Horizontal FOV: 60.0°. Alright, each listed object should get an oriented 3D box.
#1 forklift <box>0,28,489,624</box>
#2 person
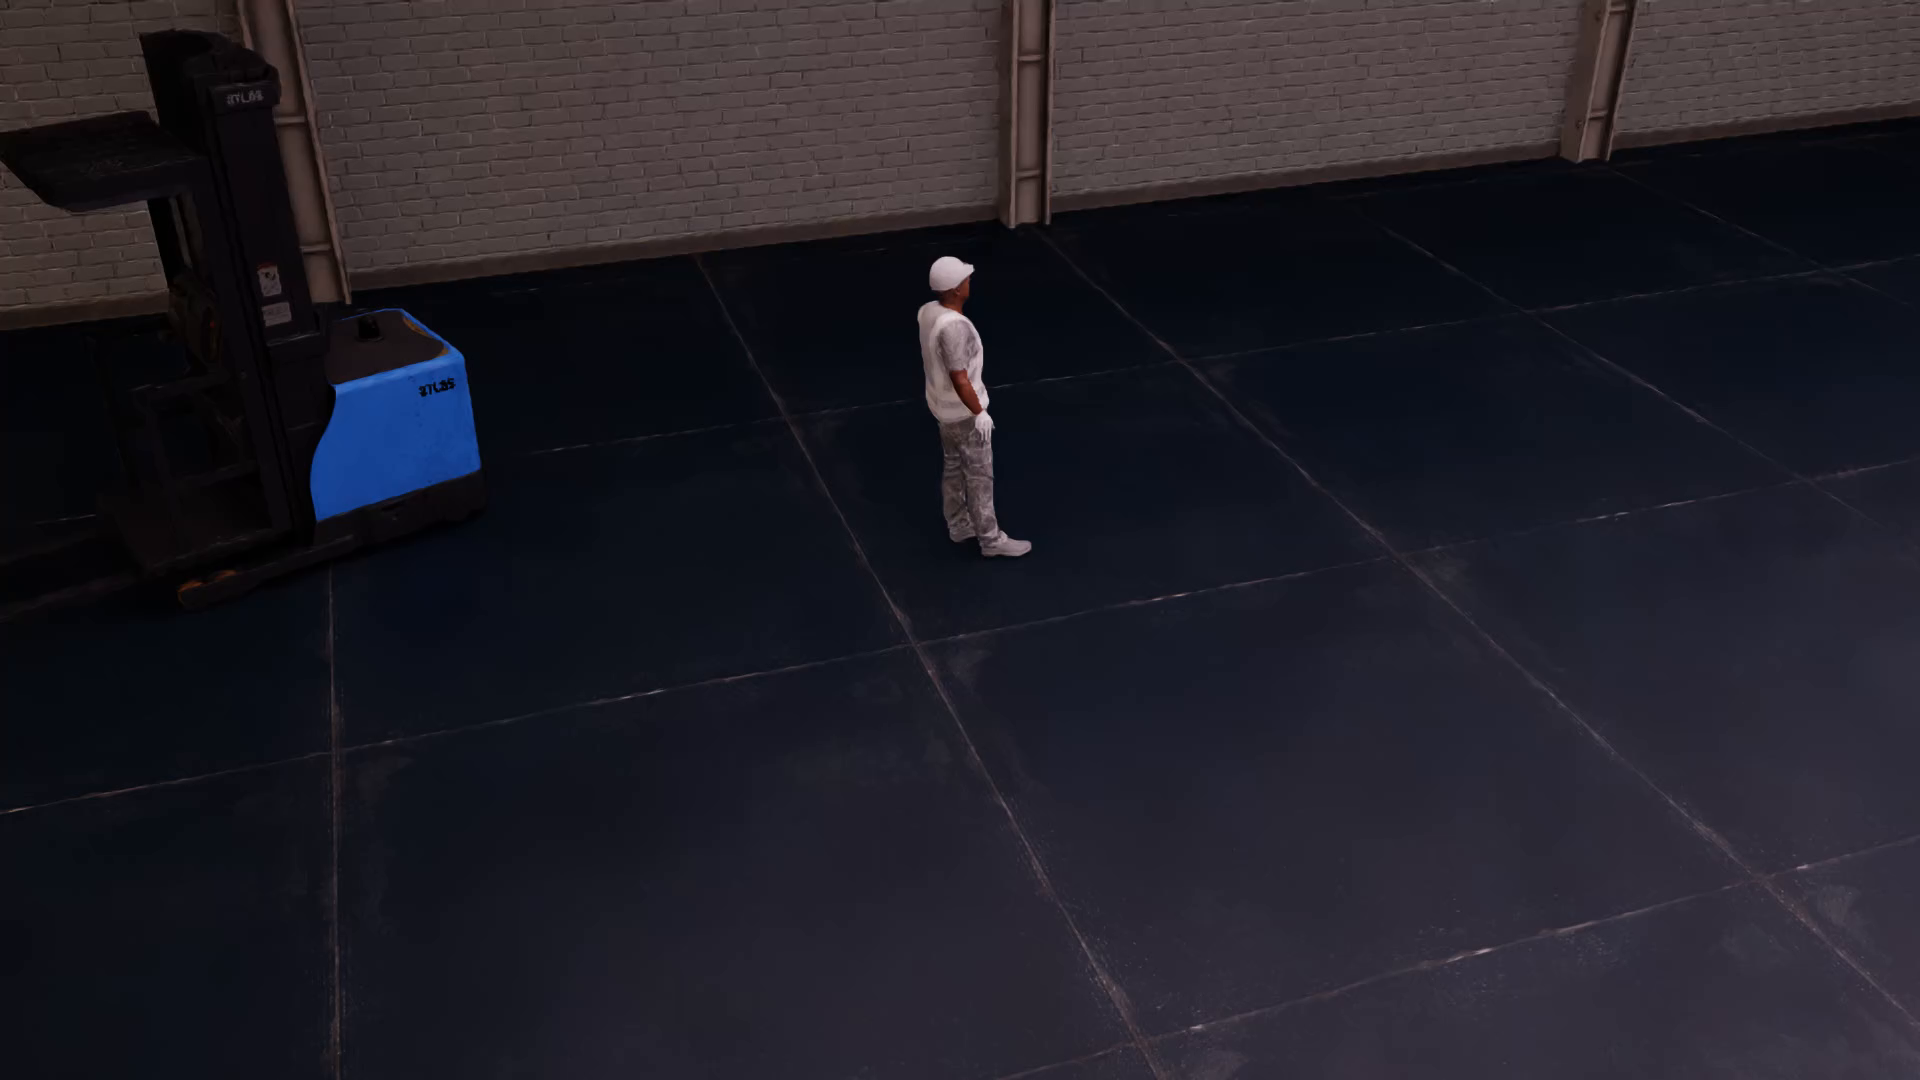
[{"bbox_3d":[-4.384,-1.170,9.120,3.031,2.935,1.130,-22,36,-33],"label":"forklift"},{"bbox_3d":[0.071,-0.786,9.591,0.576,1.782,0.655,-10,31,-16],"label":"person"}]
